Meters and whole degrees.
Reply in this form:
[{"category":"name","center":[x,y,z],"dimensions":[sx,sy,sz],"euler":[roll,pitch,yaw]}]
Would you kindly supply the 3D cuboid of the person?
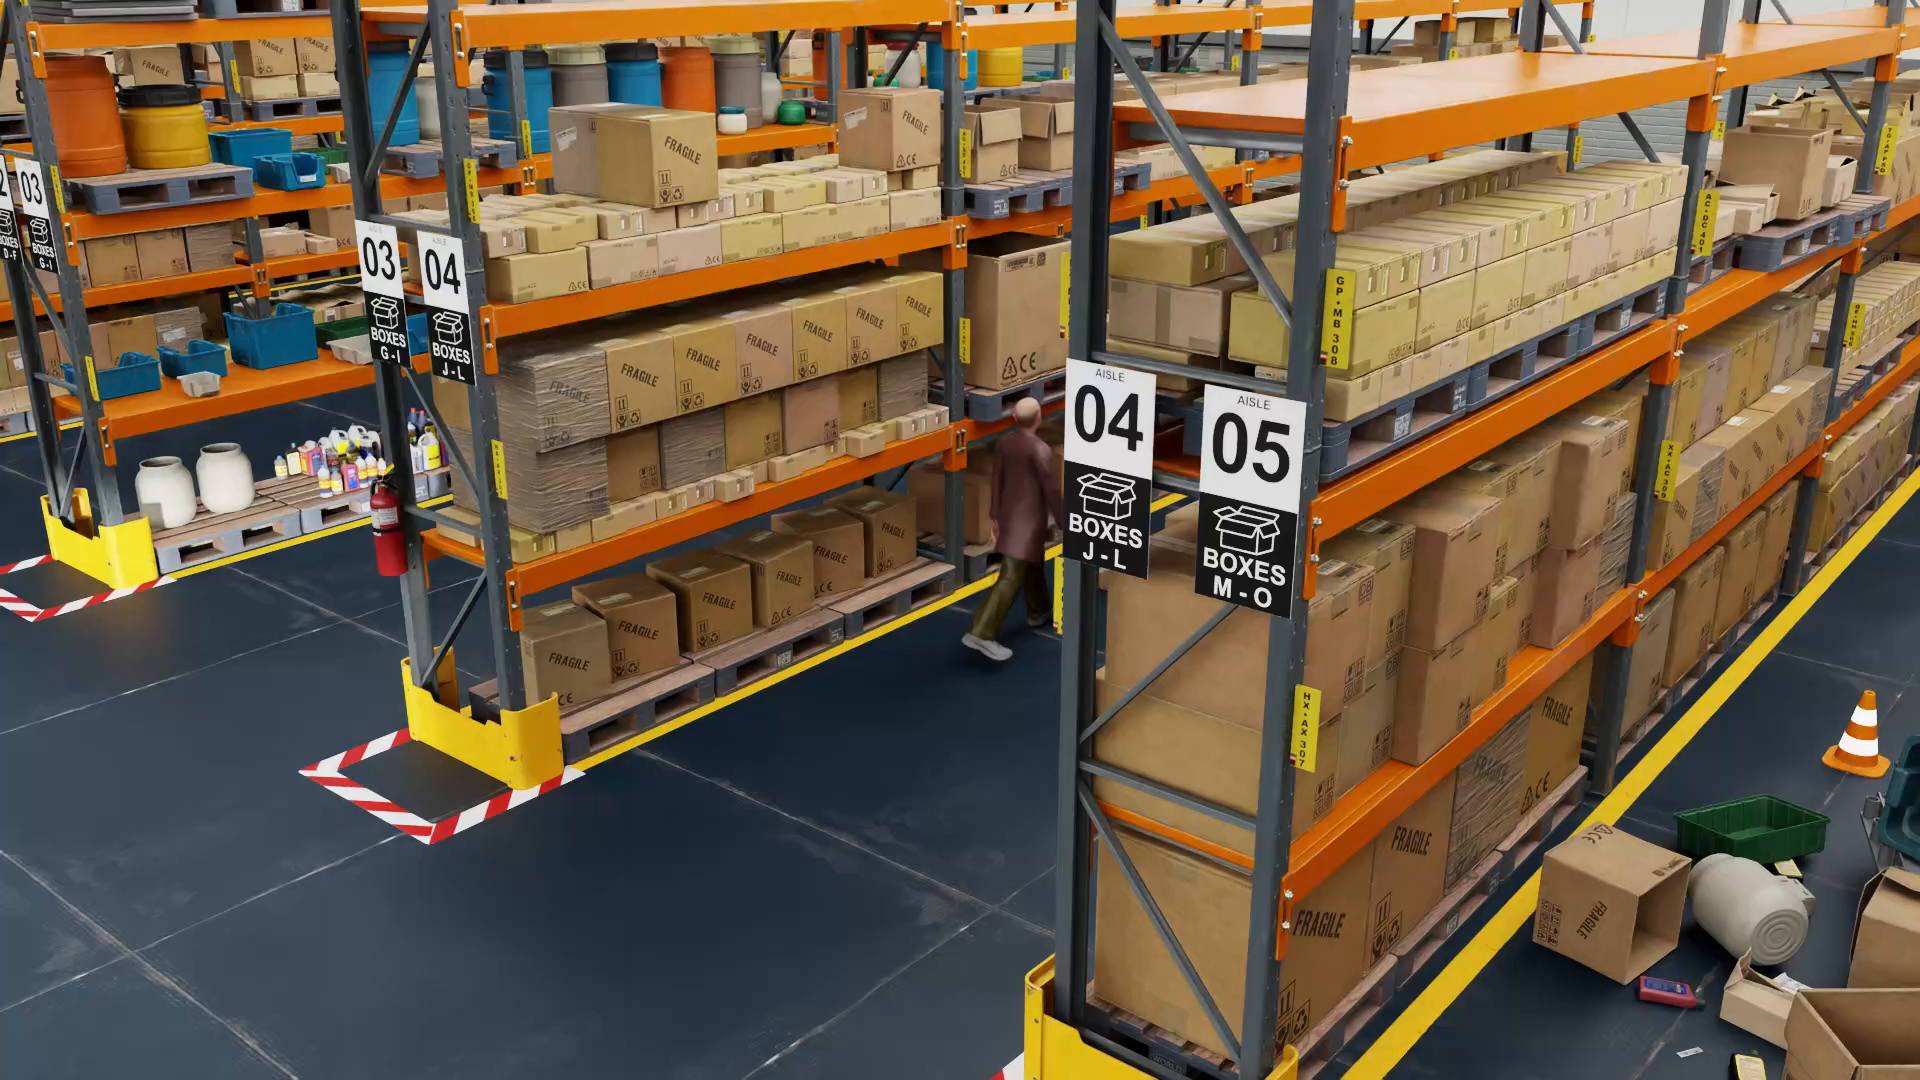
[{"category":"person","center":[0.447,-0.102,11.410],"dimensions":[1.087,1.732,0.702],"euler":[-10,22,-26]}]
